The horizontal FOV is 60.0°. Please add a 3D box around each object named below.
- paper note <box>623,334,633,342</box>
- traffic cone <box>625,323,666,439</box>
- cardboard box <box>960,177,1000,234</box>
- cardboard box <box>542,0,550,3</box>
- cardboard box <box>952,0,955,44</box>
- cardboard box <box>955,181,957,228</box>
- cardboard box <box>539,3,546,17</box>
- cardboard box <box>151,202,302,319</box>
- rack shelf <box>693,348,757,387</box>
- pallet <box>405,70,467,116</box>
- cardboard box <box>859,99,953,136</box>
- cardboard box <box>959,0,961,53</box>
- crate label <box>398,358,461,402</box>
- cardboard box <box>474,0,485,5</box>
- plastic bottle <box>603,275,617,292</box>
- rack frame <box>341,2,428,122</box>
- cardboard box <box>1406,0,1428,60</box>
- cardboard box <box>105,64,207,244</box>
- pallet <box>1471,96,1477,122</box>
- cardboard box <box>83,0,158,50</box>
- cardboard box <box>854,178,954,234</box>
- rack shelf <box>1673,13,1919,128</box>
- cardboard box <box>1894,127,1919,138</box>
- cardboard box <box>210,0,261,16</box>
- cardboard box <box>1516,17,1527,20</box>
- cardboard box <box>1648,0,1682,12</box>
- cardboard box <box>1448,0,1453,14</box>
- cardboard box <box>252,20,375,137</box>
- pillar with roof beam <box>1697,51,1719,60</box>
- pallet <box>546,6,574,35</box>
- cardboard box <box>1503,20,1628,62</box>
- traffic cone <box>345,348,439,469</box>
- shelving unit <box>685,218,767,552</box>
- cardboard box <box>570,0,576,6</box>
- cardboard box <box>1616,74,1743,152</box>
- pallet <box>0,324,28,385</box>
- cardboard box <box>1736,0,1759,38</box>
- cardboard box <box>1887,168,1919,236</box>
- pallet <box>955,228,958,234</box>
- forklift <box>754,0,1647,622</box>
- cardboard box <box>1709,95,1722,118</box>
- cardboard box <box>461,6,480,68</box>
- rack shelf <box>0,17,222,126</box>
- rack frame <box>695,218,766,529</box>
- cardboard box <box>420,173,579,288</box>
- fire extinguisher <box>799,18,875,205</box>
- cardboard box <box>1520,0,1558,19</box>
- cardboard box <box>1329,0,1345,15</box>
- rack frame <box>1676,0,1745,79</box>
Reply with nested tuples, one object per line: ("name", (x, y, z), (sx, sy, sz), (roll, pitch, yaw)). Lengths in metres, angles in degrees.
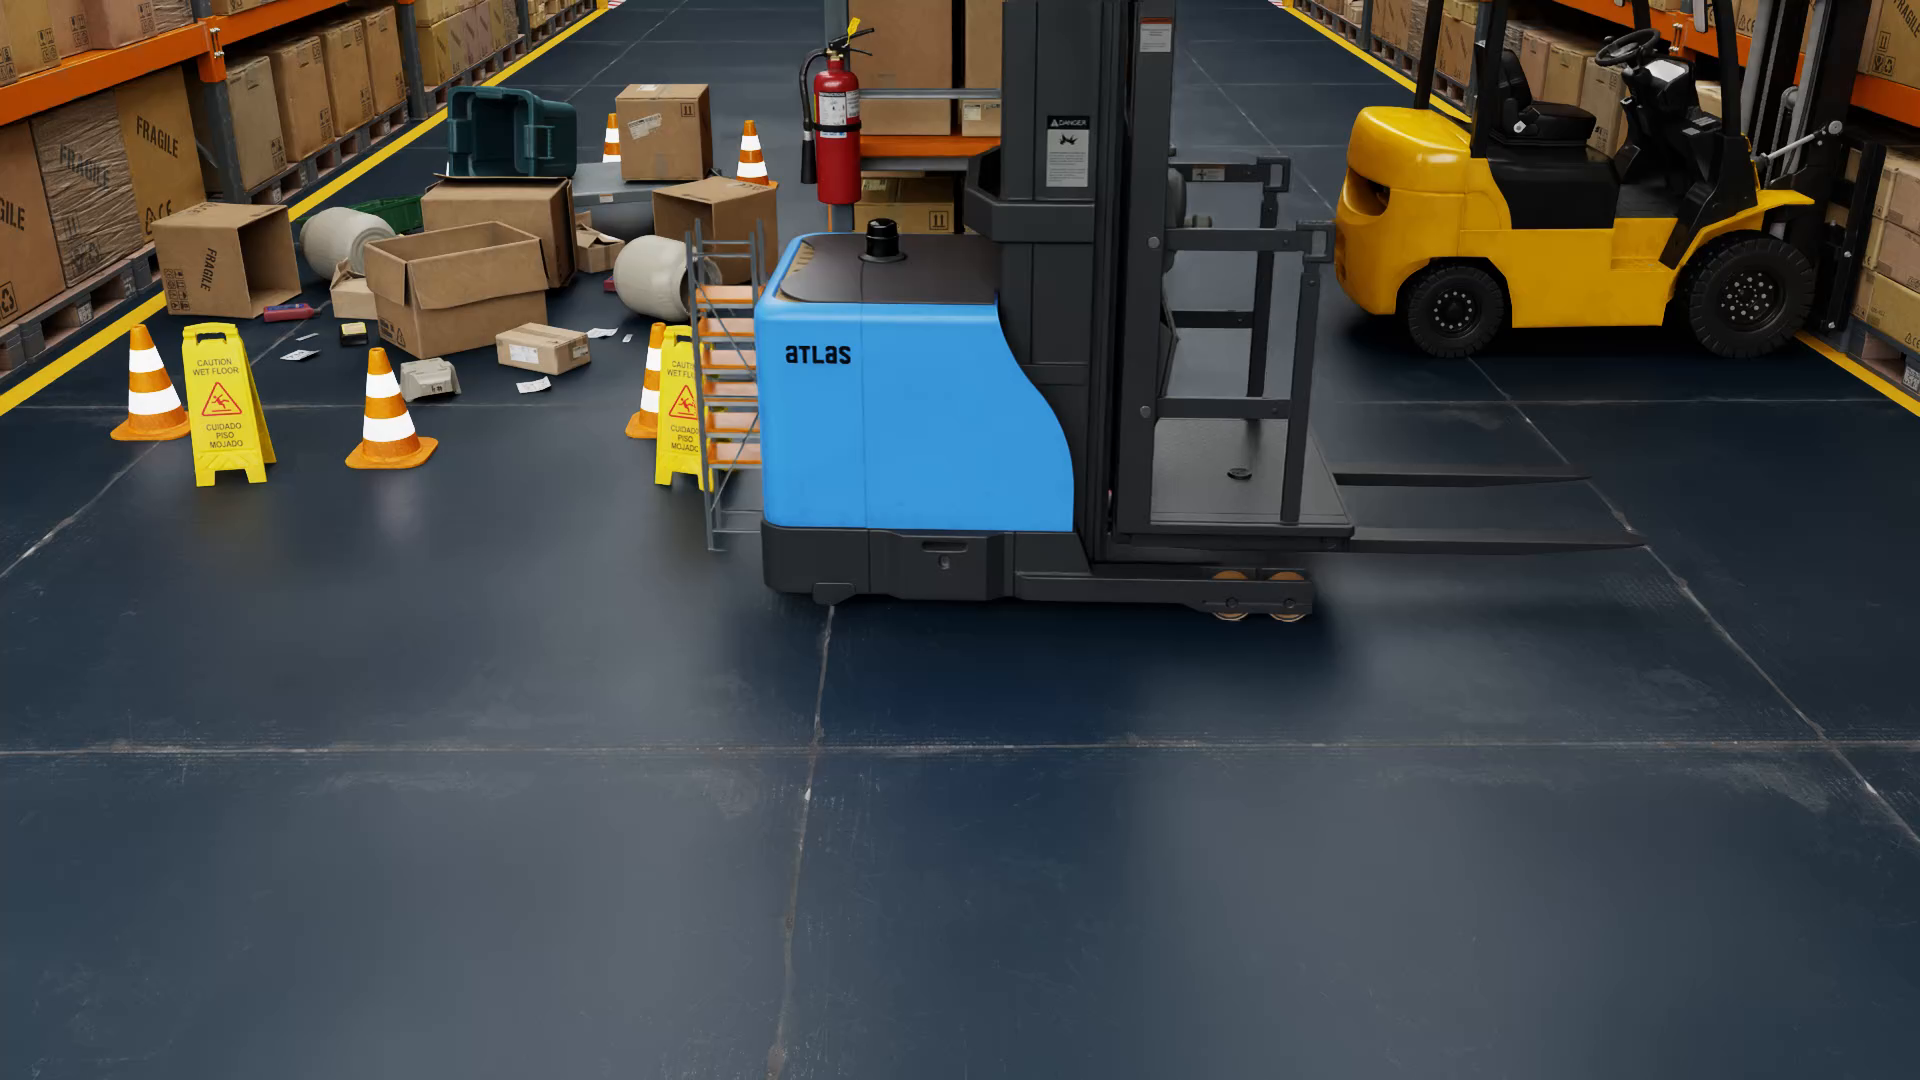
("paper note", (-1.704, -1.035, 8.527), (0.032, 0.001, 0.123), (0, 24, -1))
("traffic cone", (-1.300, -0.720, 7.281), (0.336, 0.463, 0.334), (0, 24, -1))
("cardboard box", (0.261, -1.328, 7.464), (0.500, 0.500, 0.500), (-1, 24, -2))
("cardboard box", (-4.880, -6.193, 18.892), (0.380, 0.149, 0.250), (1, 24, 2))
("cardboard box", (-0.277, -2.730, 8.163), (0.500, 0.500, 0.500), (0, 24, 0))
("cardboard box", (0.226, -2.049, 9.967), (0.500, 0.250, 0.500), (1, 24, 2))
("cardboard box", (-4.878, -5.946, 18.706), (0.380, 0.149, 0.250), (-1, 24, -2))
("cardboard box", (-3.955, -1.516, 8.993), (0.500, 0.500, 0.500), (4, 25, 9))
("rack shelf", (-0.812, -0.611, 5.960), (0.258, 0.103, 0.180), (1, 24, 2))
("pallet", (-5.049, -3.989, 14.813), (1.003, 0.211, 1.213), (0, 24, -1))
("cardboard box", (-0.224, -1.743, 6.769), (0.380, 0.149, 0.250), (1, 24, 1))
("cardboard box", (0.251, -2.506, 7.668), (0.500, 0.500, 0.500), (-1, 24, -2))
("crate label", (-2.477, -0.750, 7.743), (0.250, 0.136, 0.298), (-14, 28, -28))
("cardboard box", (-4.812, -5.244, 15.819), (0.500, 0.250, 0.500), (-1, 24, -3))
("plastic bottle", (-1.911, -1.474, 9.434), (0.133, 0.061, 0.283), (4, 25, 9))
("rack frame", (-5.042, -4.937, 13.526), (1.000, 3.000, 0.127), (0, 24, -1))
("cardboard box", (4.623, -4.887, 15.938), (0.500, 0.500, 0.500), (-1, 24, -2))
("cardboard box", (-5.061, -2.253, 9.660), (0.875, 0.875, 0.875), (0, 24, 0))
("pallet", (4.840, -3.415, 13.545), (1.003, 0.211, 1.213), (0, 24, -1))
("cardboard box", (-4.953, -2.979, 9.014), (0.875, 0.550, 0.550), (0, 24, -1))
("cardboard box", (-0.275, -1.314, 7.432), (0.500, 0.500, 0.500), (0, 24, 0))
("rack shelf", (4.936, -2.225, 8.402), (1.077, 0.370, 4.000), (0, 24, -1))
("cardboard box", (5.139, -1.945, 8.523), (0.500, 0.250, 0.500), (-1, 24, -2))
("cardboard box", (-4.735, -3.552, 10.343), (0.500, 0.500, 0.500), (0, 24, 0))
("cardboard box", (5.160, -4.455, 14.983), (0.500, 0.500, 0.500), (0, 24, 0))
("cardboard box", (4.647, -3.515, 10.564), (0.500, 0.250, 0.500), (0, 24, 1))
("cardboard box", (4.619, -4.796, 14.952), (0.380, 0.149, 0.250), (-1, 24, -2))
("cardboard box", (-5.112, -3.492, 12.551), (1.050, 0.750, 0.750), (0, 24, 0))
("pillar with roof beam", (1.481, -7.206, 11.263), (9.100, 9.000, 0.400), (0, 24, -1))
("pallet", (-5.144, -6.096, 19.471), (1.003, 0.211, 1.213), (0, 24, -1))
("cardboard box", (4.863, -3.877, 13.555), (0.875, 0.625, 0.625), (1, 24, 1))
("traffic cone", (-2.407, -0.575, 6.960), (0.336, 0.463, 0.334), (0, 24, -1))
("shelving unit", (-0.811, -0.542, 5.991), (0.258, 1.200, 0.189), (1, 24, 2))
("cardboard box", (-4.813, -6.489, 19.907), (0.380, 0.149, 0.250), (-1, 24, -3))
("cardboard box", (4.897, -2.701, 10.954), (0.875, 0.625, 0.625), (1, 24, 2))
("pallet", (-5.041, -0.699, 7.540), (1.003, 0.211, 1.213), (0, 24, -1))
("cardboard box", (4.680, -3.024, 9.174), (0.500, 0.500, 0.500), (0, 24, 0))
("cardboard box", (4.629, -1.521, 7.587), (0.500, 0.250, 0.500), (0, 24, 0))
("pallet", (-0.007, -1.806, 9.986), (1.003, 0.211, 1.213), (0, 24, -1))
("forklift", (0.850, -1.282, 5.529), (3.031, 2.935, 1.130), (1, 24, 2))
("cardboard box", (4.601, -2.359, 9.440), (0.500, 0.250, 0.500), (0, 24, 0))
("cardboard box", (-4.814, -4.701, 15.528), (0.500, 0.500, 0.500), (-1, 24, -2))
("rack shelf", (-4.976, -2.137, 8.208), (1.077, 0.370, 4.000), (0, 24, -1))
("rack frame", (-0.808, -0.580, 6.075), (0.240, 1.200, 0.006), (1, 24, 2))
("cardboard box", (-2.575, -1.727, 9.293), (0.797, 0.637, 0.503), (0, 24, -1))
("fire extinguisher", (-0.465, -1.620, 6.286), (0.296, 0.674, 0.183), (0, 24, -1))
("cardboard box", (5.200, -4.699, 14.736), (0.380, 0.149, 0.250), (0, 24, 1))
("cardboard box", (4.677, -6.341, 19.155), (0.700, 0.500, 0.500), (-1, 24, -3))
("rack frame", (4.914, -3.377, 10.076), (1.000, 3.000, 0.127), (0, 24, -1))
